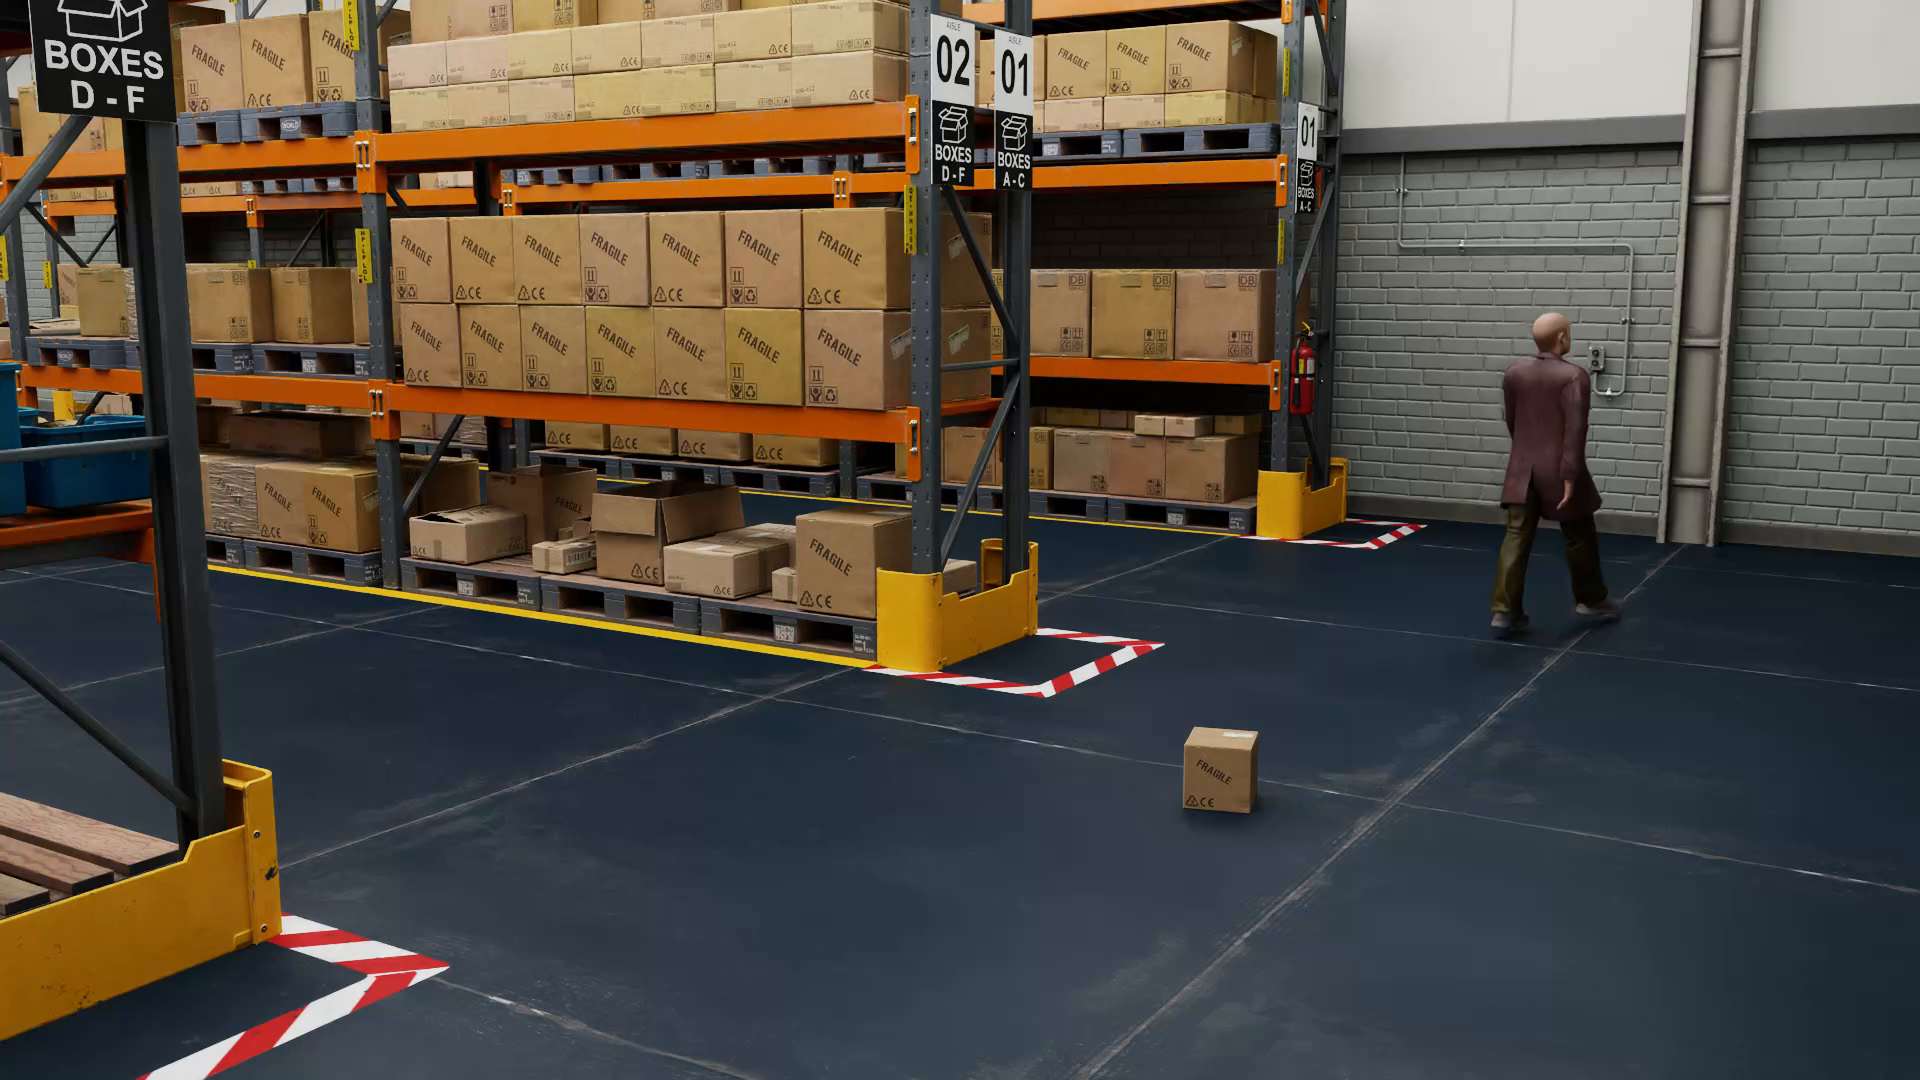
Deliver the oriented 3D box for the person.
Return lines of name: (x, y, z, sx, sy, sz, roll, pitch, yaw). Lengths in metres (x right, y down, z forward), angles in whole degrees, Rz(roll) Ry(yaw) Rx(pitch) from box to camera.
person: (3.324, -0.399, 9.279, 1.047, 1.731, 0.569, -9, 13, -43)
